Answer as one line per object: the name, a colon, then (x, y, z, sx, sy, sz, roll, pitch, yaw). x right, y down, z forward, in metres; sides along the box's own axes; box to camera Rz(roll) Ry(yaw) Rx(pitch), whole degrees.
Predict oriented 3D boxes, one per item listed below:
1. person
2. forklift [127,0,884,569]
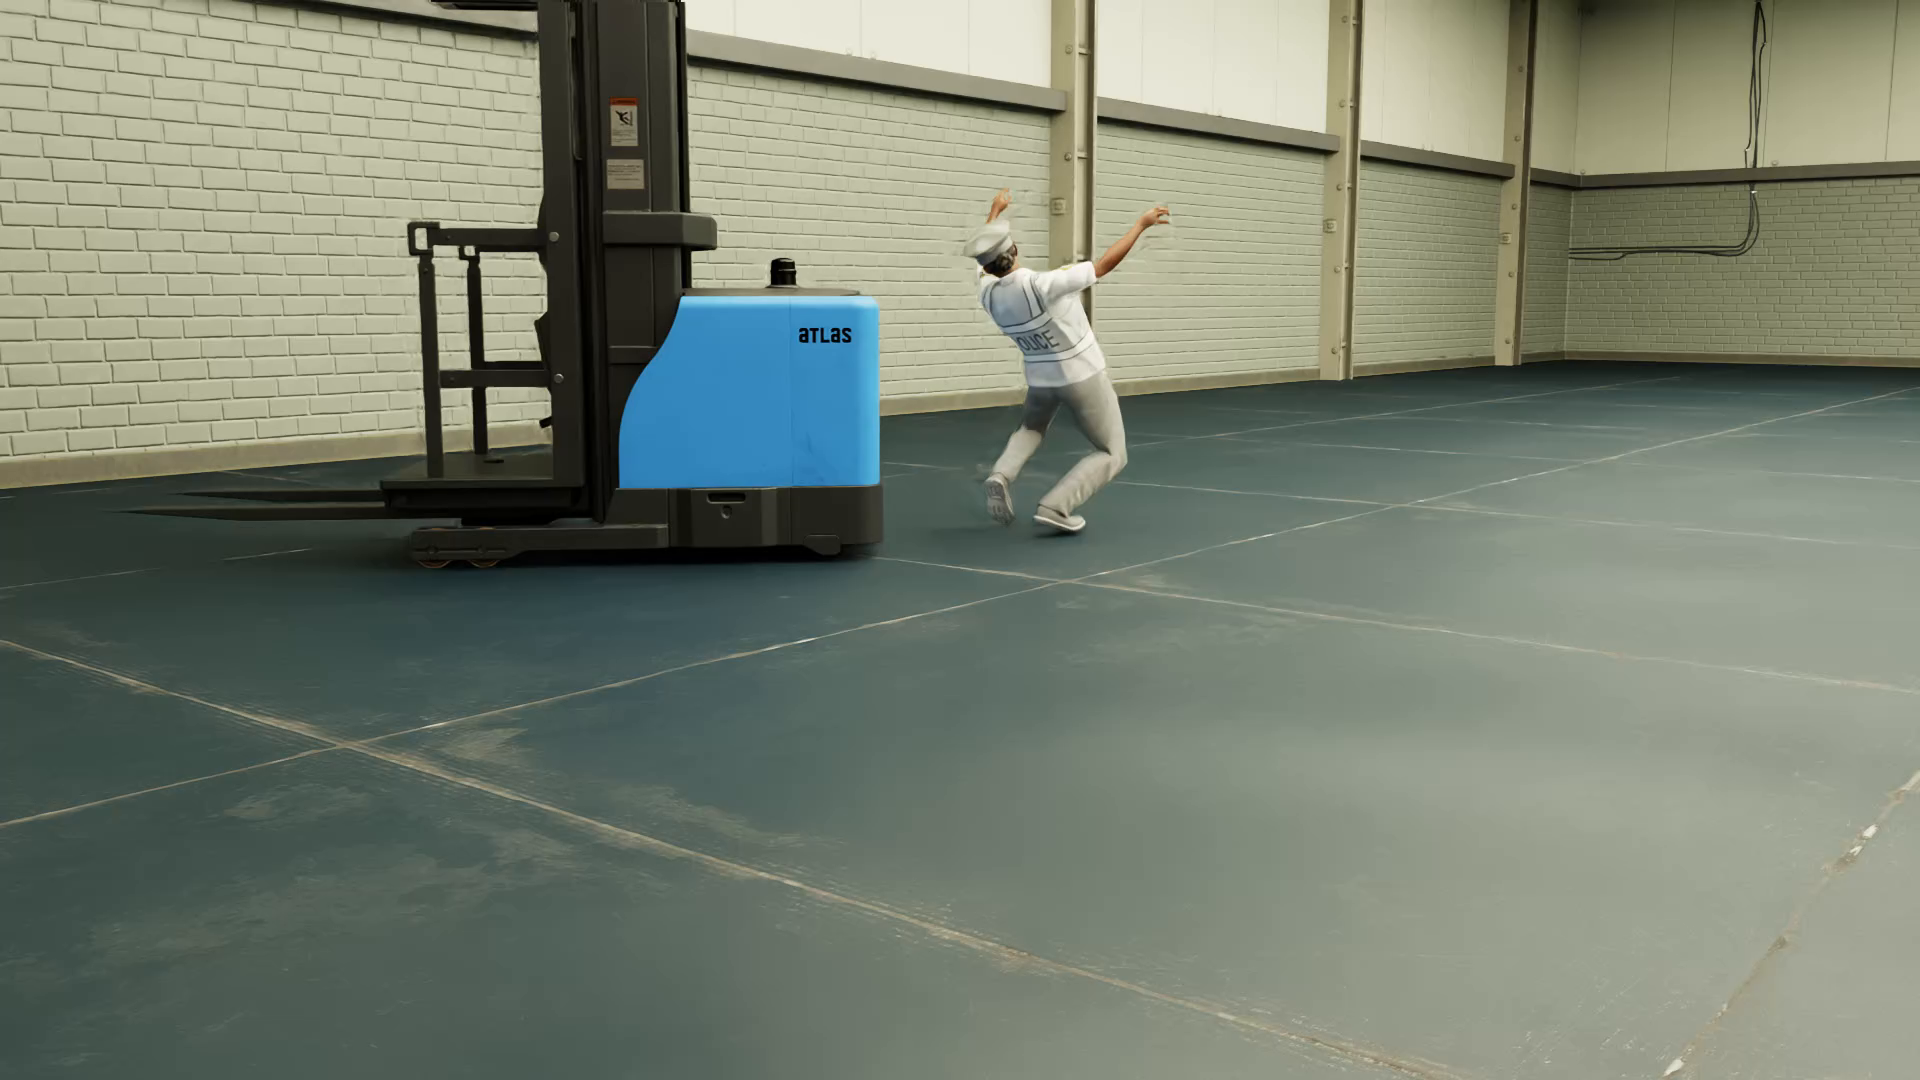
person: (0.395, -0.820, 7.523, 0.911, 1.583, 0.727, 7, 11, 42)
forklift: (-1.867, -1.416, 6.957, 3.031, 2.935, 1.130, -1, 8, -6)
